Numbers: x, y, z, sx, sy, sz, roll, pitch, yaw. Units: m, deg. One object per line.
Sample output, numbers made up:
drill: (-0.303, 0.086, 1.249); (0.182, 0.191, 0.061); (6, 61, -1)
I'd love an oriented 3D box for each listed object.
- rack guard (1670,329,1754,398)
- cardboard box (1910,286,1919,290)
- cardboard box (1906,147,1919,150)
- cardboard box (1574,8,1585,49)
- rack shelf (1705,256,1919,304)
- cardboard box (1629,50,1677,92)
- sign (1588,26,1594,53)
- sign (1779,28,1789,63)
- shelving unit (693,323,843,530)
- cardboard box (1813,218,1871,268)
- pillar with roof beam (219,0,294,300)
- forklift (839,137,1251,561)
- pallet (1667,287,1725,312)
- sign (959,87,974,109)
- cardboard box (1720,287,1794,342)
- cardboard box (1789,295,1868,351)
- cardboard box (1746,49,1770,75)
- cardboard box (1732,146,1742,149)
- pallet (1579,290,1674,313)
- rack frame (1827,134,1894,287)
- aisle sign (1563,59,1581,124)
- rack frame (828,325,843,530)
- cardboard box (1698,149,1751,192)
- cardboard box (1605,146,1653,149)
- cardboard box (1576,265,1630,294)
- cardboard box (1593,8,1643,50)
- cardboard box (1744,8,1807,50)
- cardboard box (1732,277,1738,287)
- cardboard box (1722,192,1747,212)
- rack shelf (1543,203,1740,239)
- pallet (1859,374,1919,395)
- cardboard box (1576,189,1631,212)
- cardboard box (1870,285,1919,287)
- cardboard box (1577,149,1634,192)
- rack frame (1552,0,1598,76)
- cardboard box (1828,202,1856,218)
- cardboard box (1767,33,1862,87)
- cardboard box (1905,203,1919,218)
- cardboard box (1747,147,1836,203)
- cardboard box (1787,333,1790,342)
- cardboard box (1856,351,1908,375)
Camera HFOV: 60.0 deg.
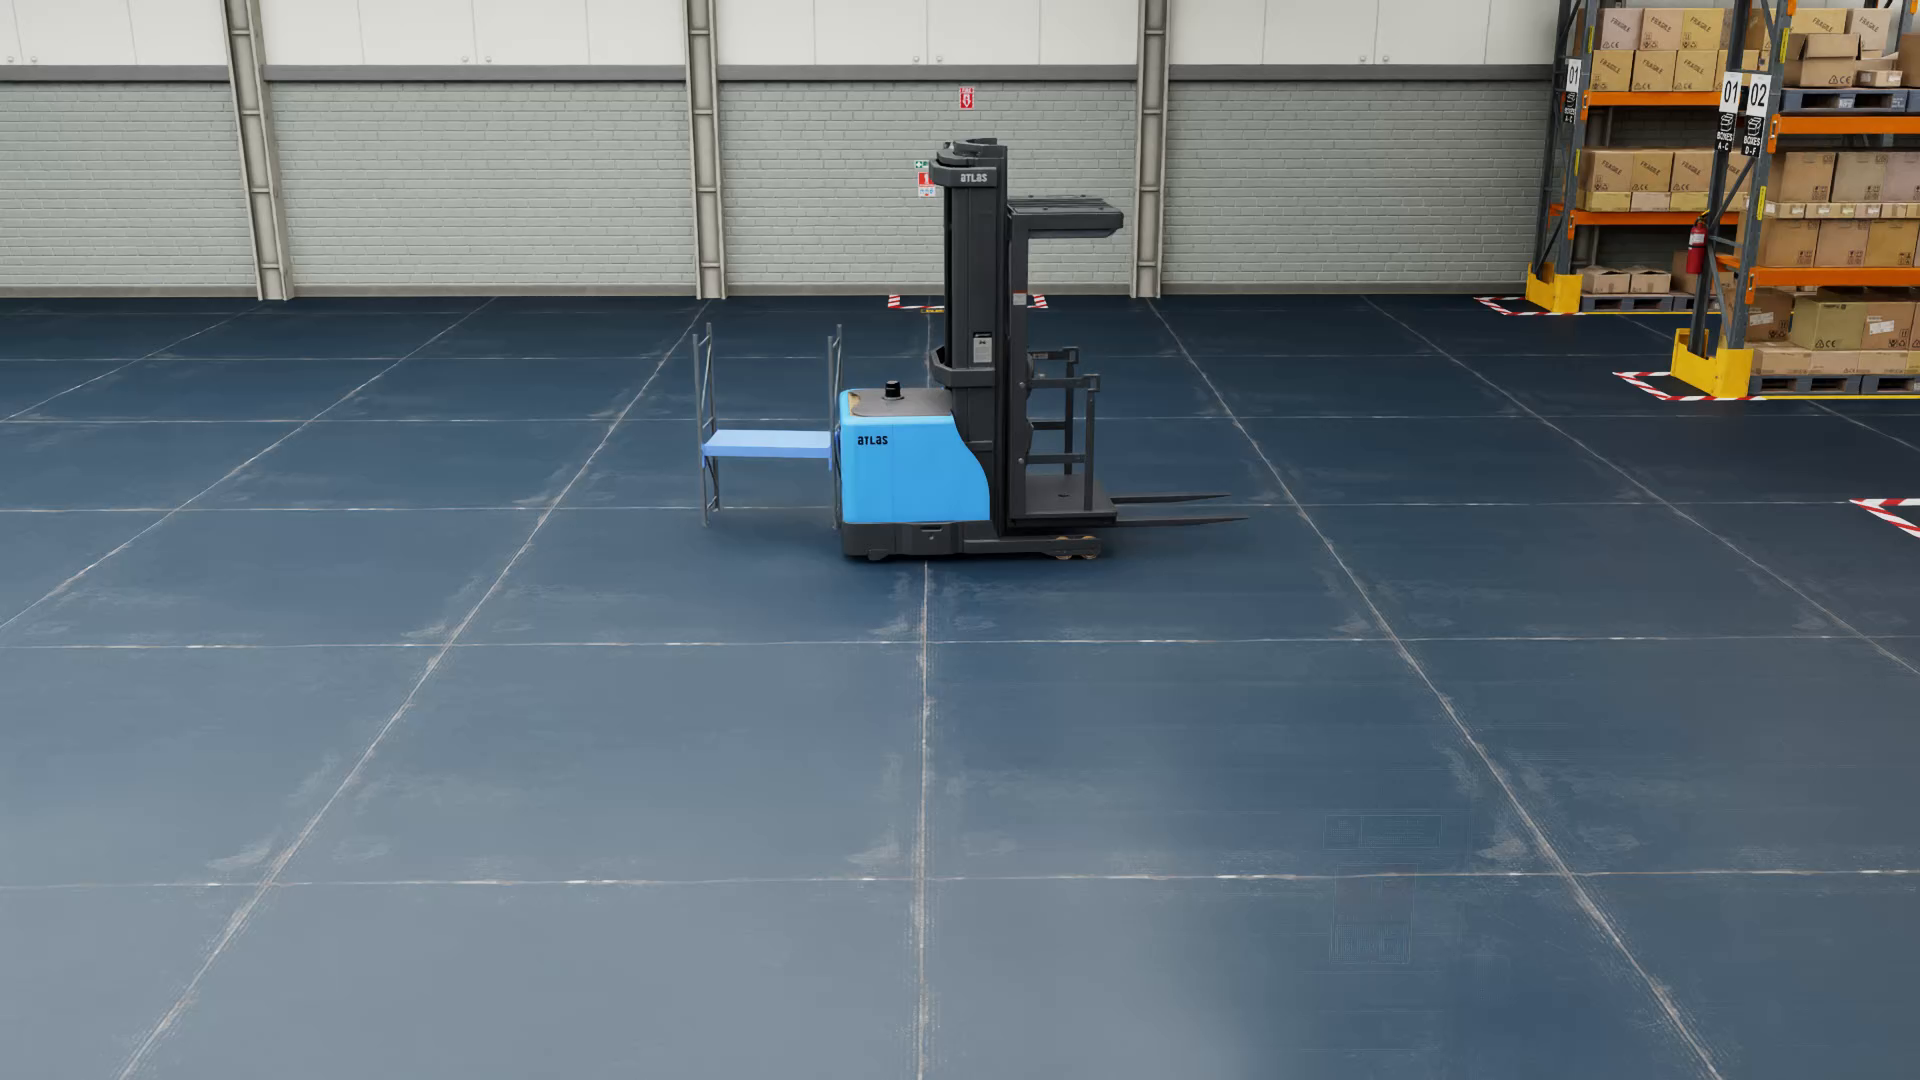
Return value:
rack guard: (7.942, -1.880, 17.591); (0.348, 0.500, 1.175); (0, 18, -1)
cardboard box: (10.497, -2.426, 17.787); (0.500, 0.500, 0.500); (0, 18, -1)
cardboard box: (10.016, -3.744, 17.021); (0.500, 0.500, 0.700); (0, 18, -1)
cardboard box: (8.311, -6.627, 21.552); (0.500, 0.500, 0.500); (1, 18, 2)
rack shelf: (9.965, -2.738, 17.349); (4.000, 0.370, 1.077); (0, 18, -1)
cardboard box: (8.760, -5.986, 21.190); (0.500, 0.500, 0.500); (1, 18, 3)
sign: (7.892, -6.262, 20.817); (0.005, 0.325, 0.100); (0, 18, -1)
sign: (7.968, -4.783, 16.077); (0.005, 0.325, 0.100); (0, 18, -1)
shelving unit: (-1.453, -0.881, 12.838); (1.048, 1.500, 0.538); (1, 18, 4)
cardboard box: (8.958, -3.121, 17.201); (0.500, 0.500, 0.700); (0, 18, 1)
pillar with roof beam: (-9.360, -6.306, 17.474); (0.400, 9.000, 9.100); (0, 18, -1)
forklift: (0.621, -1.412, 12.151); (3.031, 2.935, 1.130); (-2, 18, -5)
pallet: (9.989, -3.254, 22.347); (1.213, 0.211, 1.003); (0, 18, -1)
sign: (0.090, -5.956, 22.409); (0.199, 0.298, 0.001); (0, 18, -1)
cardboard box: (8.497, -2.412, 17.742); (0.500, 0.500, 0.500); (0, 18, -1)
cardboard box: (9.005, -2.256, 17.256); (0.500, 0.500, 0.500); (0, 18, -1)
cardboard box: (10.323, -5.998, 21.226); (0.500, 0.500, 0.500); (-1, 18, -3)
cardboard box: (10.394, -4.958, 22.076); (0.500, 0.500, 0.500); (0, 18, 1)
pallet: (8.773, -3.249, 22.331); (1.213, 0.211, 1.003); (0, 18, -1)
rack frame: (11.883, -4.603, 21.986); (0.127, 3.000, 1.000); (0, 18, -1)
aisle sign: (7.817, -5.730, 21.242); (0.004, 0.787, 0.394); (0, 18, -1)
rack frame: (-0.946, -0.869, 12.802); (0.032, 1.500, 0.500); (1, 18, 4)
cardboard box: (9.893, -4.795, 21.571); (0.500, 0.500, 0.500); (0, 18, 1)
cardboard box: (8.855, -4.945, 22.039); (0.500, 0.500, 0.500); (0, 18, 0)
cardboard box: (8.577, -3.489, 22.194); (0.500, 0.311, 0.500); (-2, 18, -7)
cardboard box: (8.273, -6.473, 21.071); (0.500, 0.500, 0.500); (-2, 18, -5)
cardboard box: (10.317, -6.468, 21.055); (0.500, 0.500, 0.500); (-1, 18, -3)
cardboard box: (10.284, -3.453, 22.349); (0.250, 0.149, 0.380); (-2, 18, -5)
cardboard box: (9.911, -4.436, 21.679); (0.500, 0.250, 0.500); (0, 18, 0)
rack shelf: (9.884, -4.251, 22.066); (4.000, 0.370, 1.077); (0, 18, -1)
pallet: (9.947, -1.764, 17.702); (1.213, 0.211, 1.003); (0, 18, -1)
cardboard box: (8.377, -4.427, 21.650); (0.500, 0.250, 0.500); (-1, 18, -2)
cardboard box: (12.619, -3.631, 22.327); (0.500, 0.500, 0.700); (0, 18, 1)
cardboard box: (8.366, -4.789, 21.552); (0.500, 0.500, 0.500); (0, 18, -1)
rack frame: (7.884, -7.440, 21.009); (0.127, 3.000, 1.000); (0, 18, -1)
cardboard box: (8.875, -3.366, 16.905); (0.250, 0.149, 0.380); (0, 18, -1)
cardboard box: (8.540, -4.816, 16.654); (0.637, 0.503, 0.797); (1, 18, 3)
cardboard box: (9.649, -3.370, 16.917); (0.250, 0.149, 0.380); (-1, 18, -2)
cardboard box: (8.486, -3.735, 16.992); (0.500, 0.500, 0.700); (0, 18, -1)
cardboard box: (8.997, -2.060, 17.873); (0.500, 0.250, 0.500); (0, 18, -1)
cardboard box: (9.505, -1.902, 17.380); (0.500, 0.250, 0.500); (0, 18, -1)
